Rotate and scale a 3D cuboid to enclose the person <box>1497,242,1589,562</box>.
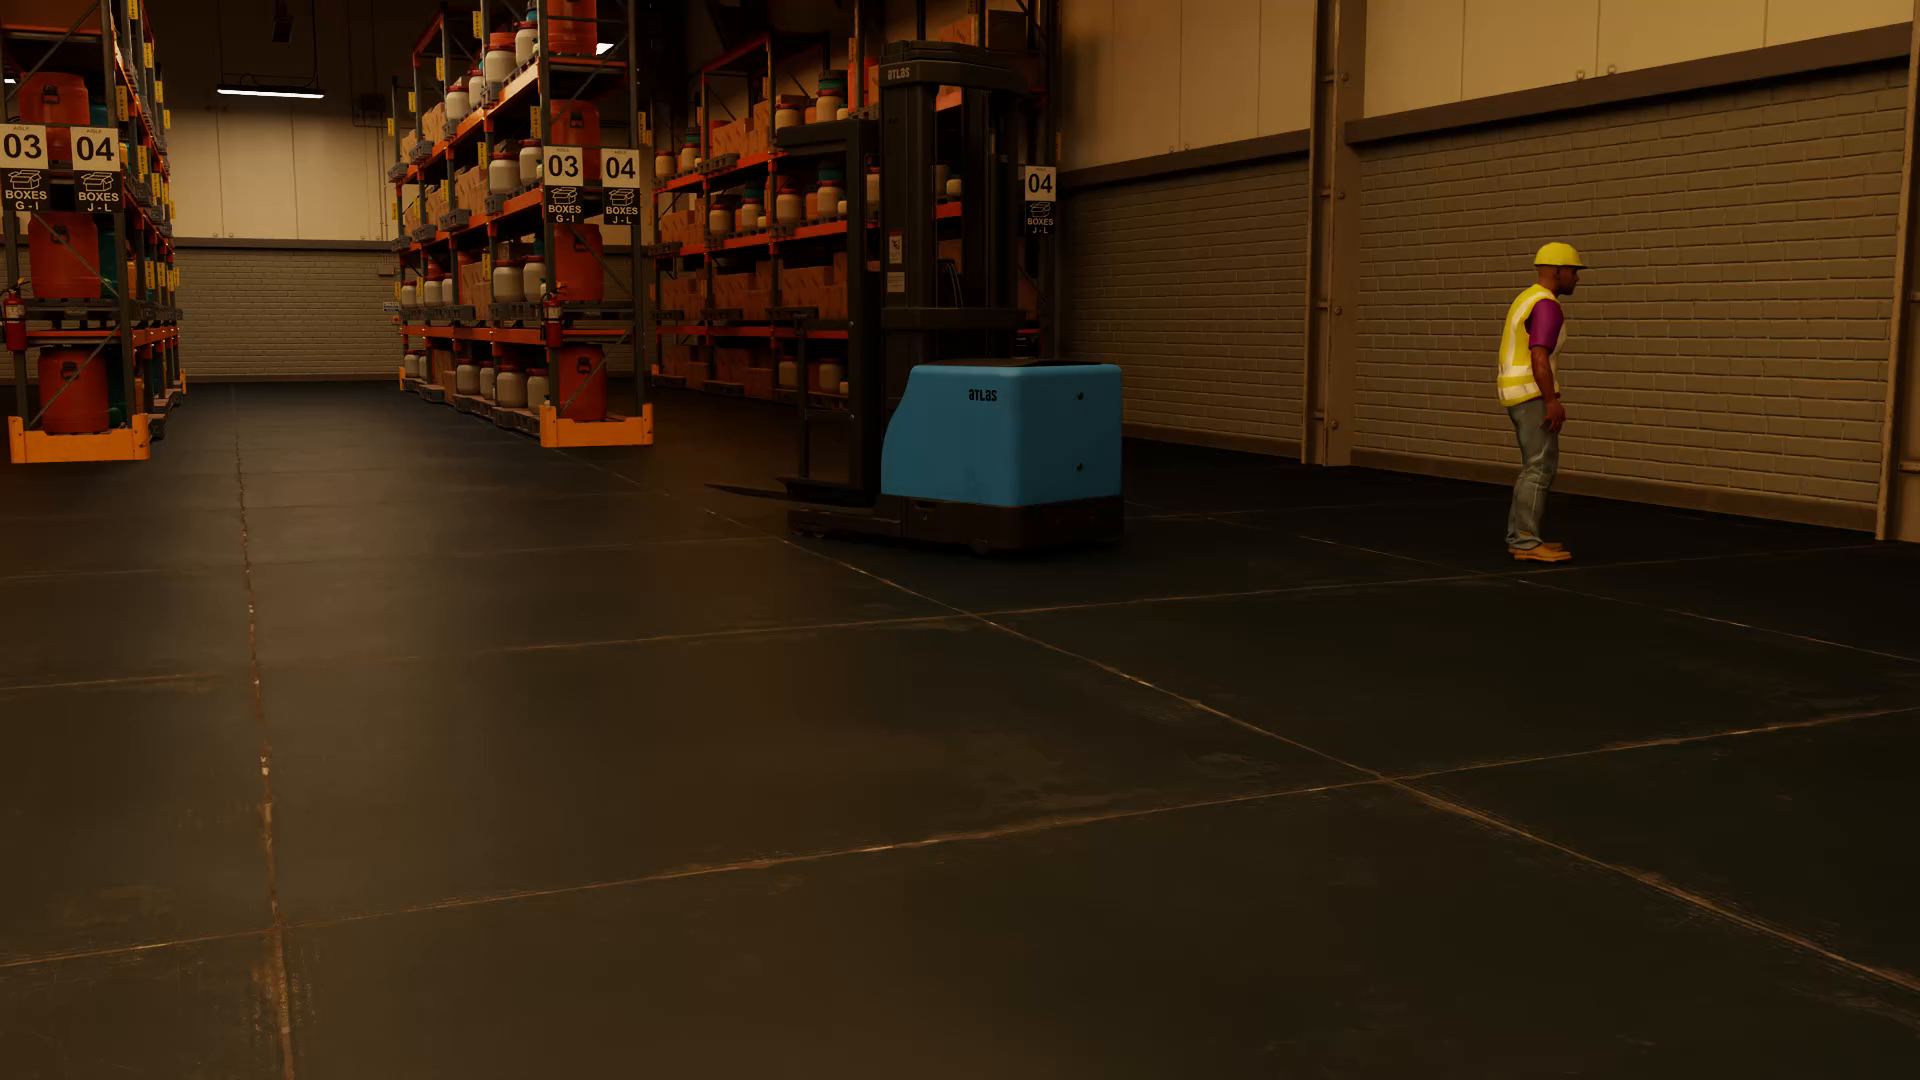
[{"bbox_3d":[3.259,-0.779,9.338,0.454,1.761,0.636,2,8,11],"label":"person"}]

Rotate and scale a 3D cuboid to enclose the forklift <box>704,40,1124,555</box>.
[{"bbox_3d":[-0.436,-1.509,10.383,3.031,2.935,1.130,7,10,44],"label":"forklift"}]
